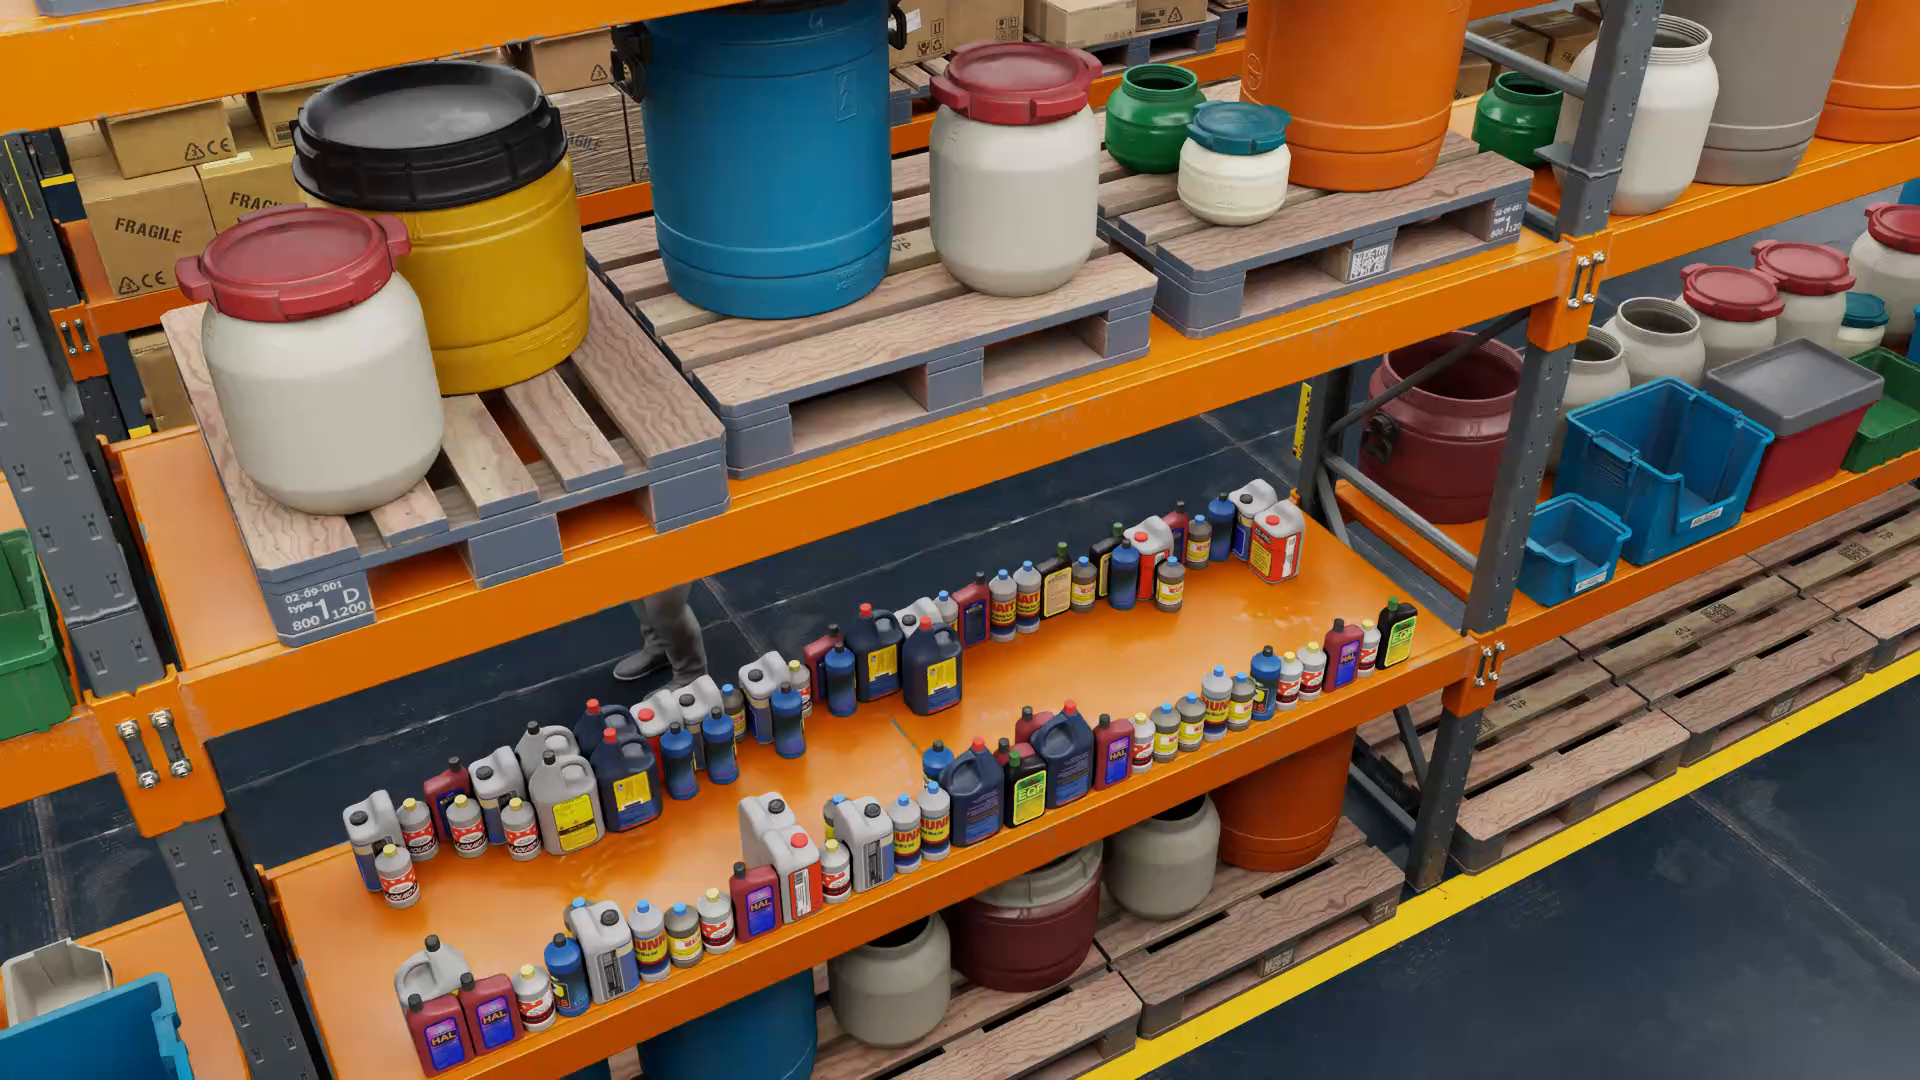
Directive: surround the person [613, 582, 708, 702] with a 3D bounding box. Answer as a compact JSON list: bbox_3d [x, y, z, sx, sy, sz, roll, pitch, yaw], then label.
[{"bbox_3d":[-1.347,-0.058,6.986,0.565,1.766,0.494,-18,40,-23],"label":"person"}]
